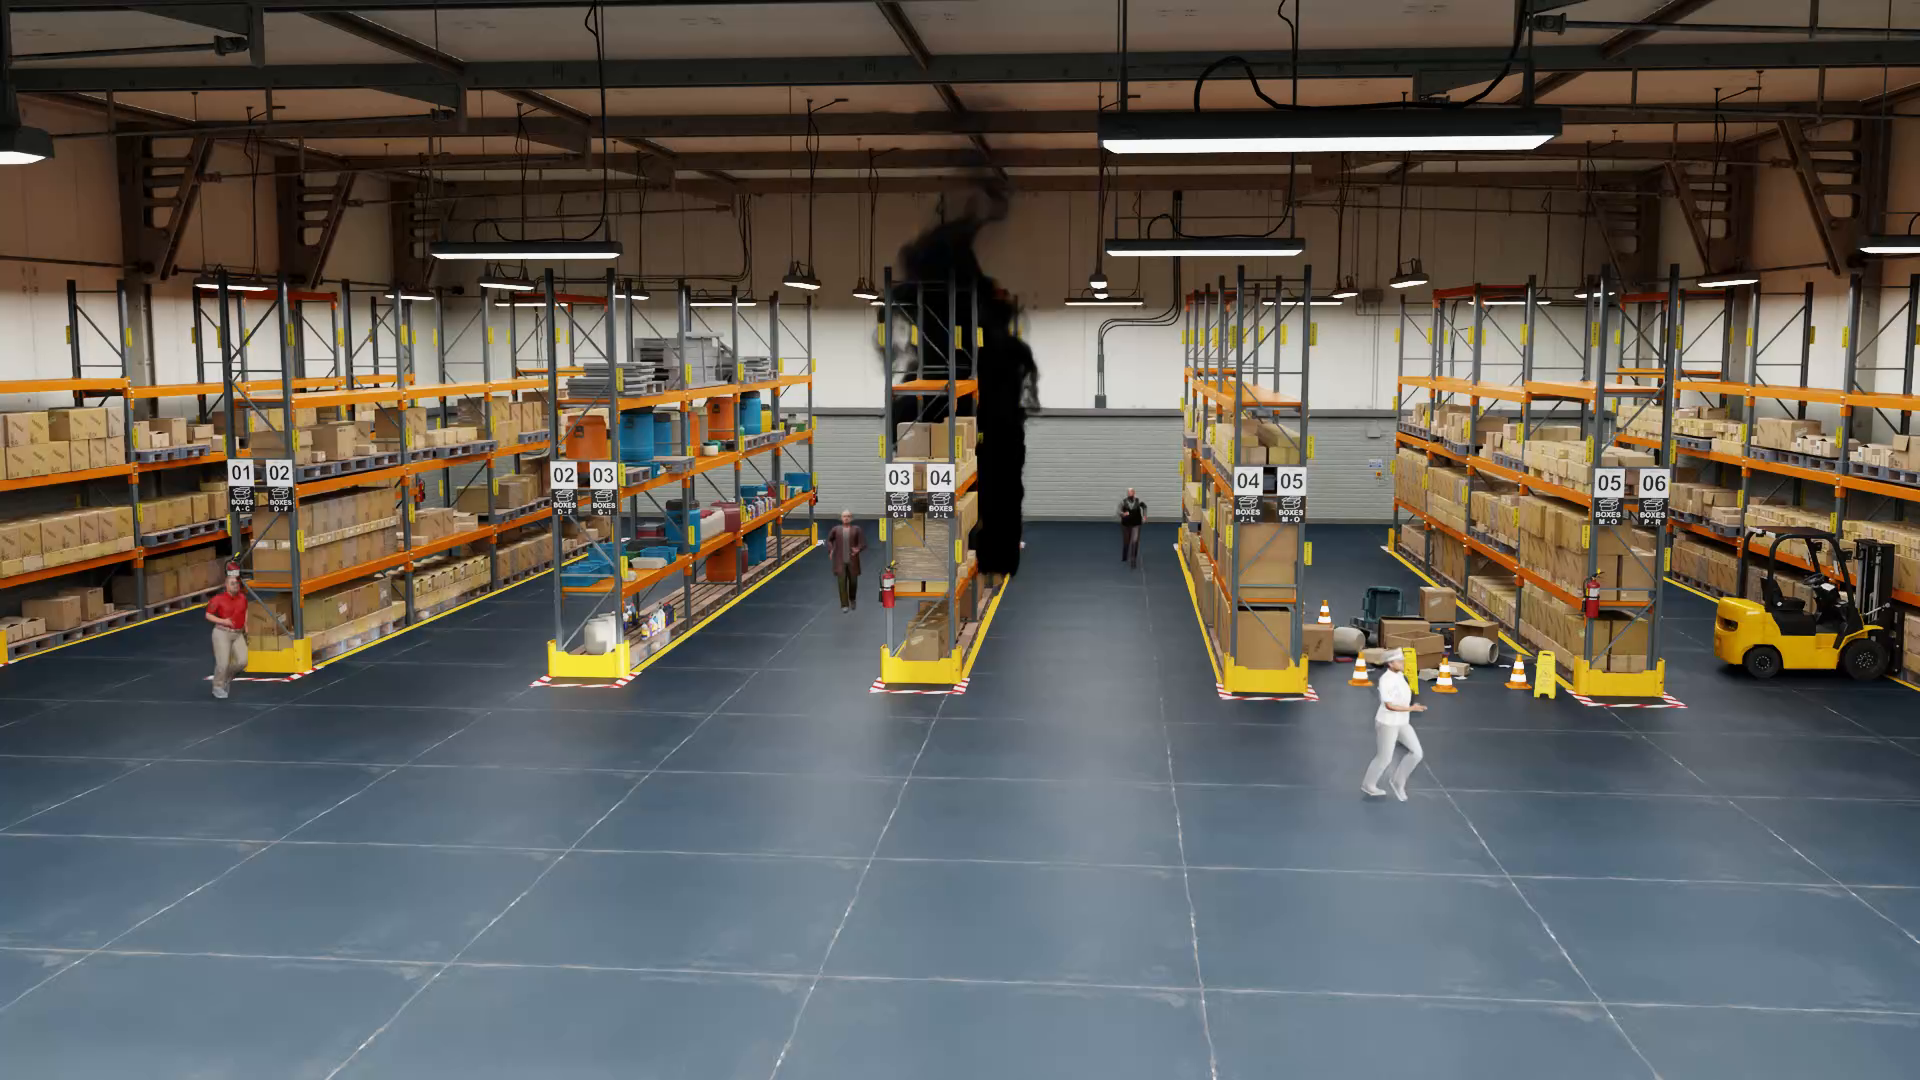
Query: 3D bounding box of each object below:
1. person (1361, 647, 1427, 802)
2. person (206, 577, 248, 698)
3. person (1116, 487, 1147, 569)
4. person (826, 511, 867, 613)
[{"bbox_3d":[4.697,1.998,17.960,0.695,1.720,0.557,6,9,42],"label":"person"},{"bbox_3d":[-10.177,1.349,23.303,0.600,1.674,0.676,5,9,37],"label":"person"},{"bbox_3d":[3.763,-0.282,36.516,0.666,1.763,0.937,1,7,7],"label":"person"},{"bbox_3d":[-1.962,0.372,28.661,0.716,1.756,0.762,0,7,-1],"label":"person"}]
